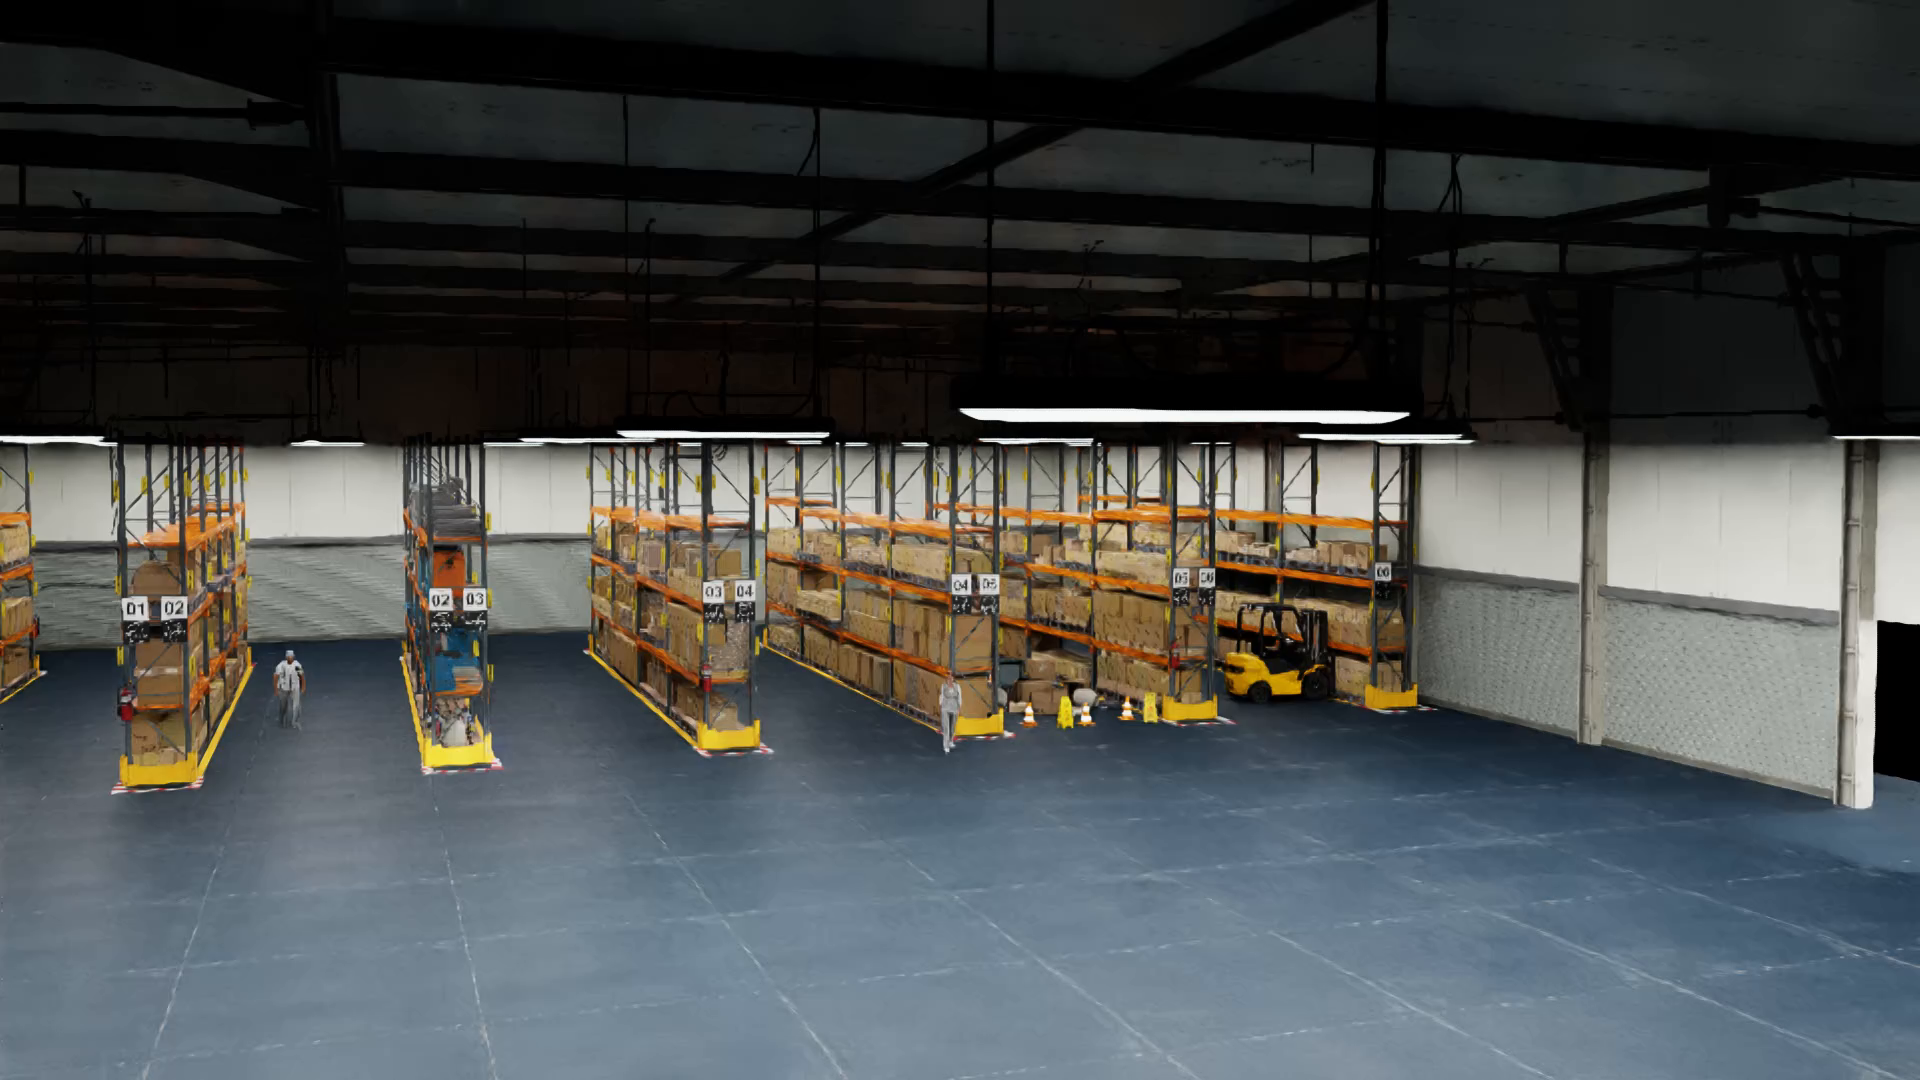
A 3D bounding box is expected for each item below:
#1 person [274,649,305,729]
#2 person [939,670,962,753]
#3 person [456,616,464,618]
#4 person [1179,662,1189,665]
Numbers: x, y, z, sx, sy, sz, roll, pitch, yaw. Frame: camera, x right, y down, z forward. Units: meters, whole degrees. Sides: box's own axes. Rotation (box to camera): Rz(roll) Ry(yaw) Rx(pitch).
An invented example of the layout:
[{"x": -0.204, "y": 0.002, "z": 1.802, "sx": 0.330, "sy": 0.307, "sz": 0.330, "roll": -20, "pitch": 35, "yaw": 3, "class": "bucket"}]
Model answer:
[{"x": -13.717, "y": 3.028, "z": 34.007, "sx": 0.608, "sy": 1.627, "sz": 0.702, "roll": -2, "pitch": 4, "yaw": -28, "class": "person"}, {"x": -0.176, "y": 3.206, "z": 31.300, "sx": 0.408, "sy": 1.533, "sz": 0.961, "roll": -1, "pitch": 3, "yaw": -11, "class": "person"}, {"x": -14.610, "y": 2.205, "z": 47.848, "sx": 0.536, "sy": 1.746, "sz": 0.741, "roll": 2, "pitch": 4, "yaw": 26, "class": "person"}, {"x": 5.161, "y": 2.670, "z": 38.888, "sx": 0.580, "sy": 1.763, "sz": 0.673, "roll": 1, "pitch": 3, "yaw": 13, "class": "person"}]
